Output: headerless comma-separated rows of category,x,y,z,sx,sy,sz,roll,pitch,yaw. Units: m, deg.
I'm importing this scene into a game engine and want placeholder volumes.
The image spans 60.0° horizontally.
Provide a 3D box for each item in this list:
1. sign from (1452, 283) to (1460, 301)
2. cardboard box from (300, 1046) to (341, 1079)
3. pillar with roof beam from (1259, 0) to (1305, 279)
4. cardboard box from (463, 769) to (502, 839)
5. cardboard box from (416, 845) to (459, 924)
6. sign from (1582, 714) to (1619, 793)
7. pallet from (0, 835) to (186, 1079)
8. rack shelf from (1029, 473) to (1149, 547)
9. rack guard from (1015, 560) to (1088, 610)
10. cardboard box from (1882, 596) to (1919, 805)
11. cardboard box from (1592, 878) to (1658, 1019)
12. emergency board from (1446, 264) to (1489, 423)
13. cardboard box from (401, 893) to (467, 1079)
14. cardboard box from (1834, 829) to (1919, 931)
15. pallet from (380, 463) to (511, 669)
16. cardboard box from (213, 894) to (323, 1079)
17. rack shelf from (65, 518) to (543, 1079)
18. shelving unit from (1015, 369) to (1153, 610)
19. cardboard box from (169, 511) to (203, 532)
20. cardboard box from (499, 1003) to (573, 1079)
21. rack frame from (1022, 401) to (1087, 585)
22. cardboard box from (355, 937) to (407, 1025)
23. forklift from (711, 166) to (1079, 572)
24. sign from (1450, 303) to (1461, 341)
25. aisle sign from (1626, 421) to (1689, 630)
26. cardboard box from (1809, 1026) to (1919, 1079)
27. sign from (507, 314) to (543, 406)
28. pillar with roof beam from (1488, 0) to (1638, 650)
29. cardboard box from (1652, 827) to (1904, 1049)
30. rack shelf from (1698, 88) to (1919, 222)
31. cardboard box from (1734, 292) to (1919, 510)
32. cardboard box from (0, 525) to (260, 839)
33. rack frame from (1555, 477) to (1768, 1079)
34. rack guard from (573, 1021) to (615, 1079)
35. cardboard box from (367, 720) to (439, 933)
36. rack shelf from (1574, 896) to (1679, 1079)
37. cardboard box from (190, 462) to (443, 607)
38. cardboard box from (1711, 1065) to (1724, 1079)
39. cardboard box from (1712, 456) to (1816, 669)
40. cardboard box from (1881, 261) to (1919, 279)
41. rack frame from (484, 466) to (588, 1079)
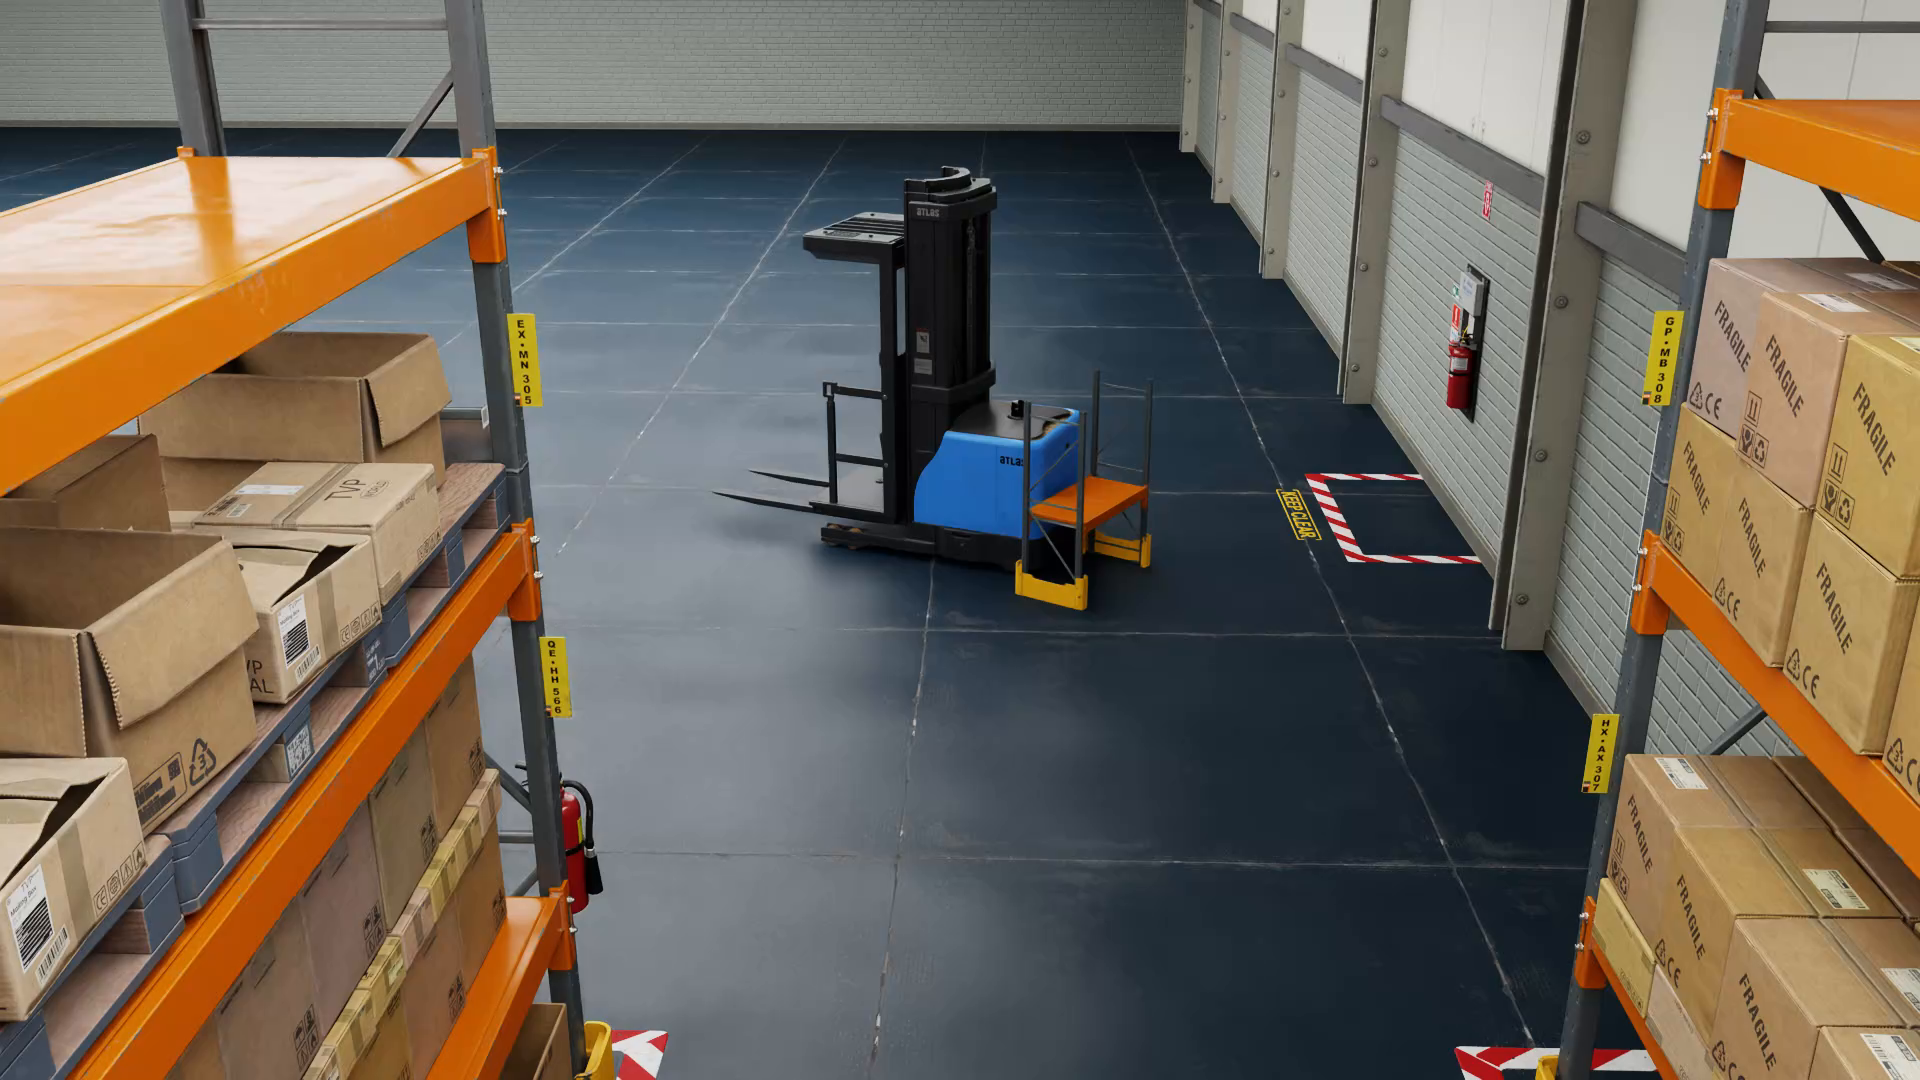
sign,4.163,-2.060,13.910,0.001,0.109,0.331,1,21,2
cardboard box,-1.905,1.499,4.483,0.380,0.149,0.250,0,21,1
pillar with roof beam,0.001,-7.889,21.422,9.100,9.000,0.400,1,21,2
cardboard box,-1.860,0.938,5.929,0.380,0.149,0.250,0,21,1
cardboard box,-1.874,1.126,5.446,0.380,0.149,0.250,0,21,1
sign,2.371,0.791,6.147,0.100,0.325,0.005,1,21,2
pallet,-2.160,0.928,2.967,1.003,0.211,1.213,1,21,2
rack shelf,0.957,-0.236,12.560,0.538,0.185,1.000,13,25,31
rack guard,0.676,0.332,12.328,0.587,0.250,0.087,13,25,31
cardboard box,2.594,0.440,3.936,0.500,0.500,0.500,2,21,5
cardboard box,2.581,1.434,5.866,0.500,0.250,0.500,0,21,0
emergency board,4.052,-1.599,13.504,0.194,1.169,0.643,1,21,2
cardboard box,-2.077,1.459,5.483,0.700,0.500,0.500,1,21,3
cardboard box,3.086,1.266,5.262,0.500,0.500,0.500,1,21,2
pallet,-2.086,0.045,5.241,1.003,0.211,1.213,1,21,2
cardboard box,-2.107,1.237,4.262,0.700,0.500,0.500,1,21,2
rack shelf,-2.099,0.807,4.149,1.077,0.370,4.000,1,21,2
shelving unit,0.952,-0.401,12.488,0.587,1.500,1.083,13,25,31
cardboard box,-2.250,0.028,4.736,0.380,0.149,0.250,1,21,2
cardboard box,-1.757,2.081,6.203,0.500,0.500,0.500,1,21,2
rack frame,0.676,-0.250,12.100,0.500,1.500,0.032,13,25,31
cardboard box,-1.891,1.311,4.967,0.380,0.149,0.250,1,21,3
forklift,-0.570,-1.457,13.232,3.031,2.935,1.130,9,23,22
sign,4.172,-1.815,14.010,0.001,0.329,0.234,1,21,2
aisle sign,2.615,-0.041,5.894,0.394,0.787,0.004,1,21,2
cardboard box,2.547,1.633,4.317,0.500,0.500,0.500,1,21,3
sign,-1.496,-0.616,5.709,0.100,0.325,0.005,1,21,2
pillar with roof beam,-0.364,-3.551,10.240,9.100,9.000,0.400,1,21,2
cardboard box,2.573,1.259,5.280,0.500,0.500,0.500,1,21,2
rack shelf,2.852,-0.536,3.470,1.077,0.370,4.000,1,21,2
cardboard box,2.593,-0.403,4.725,0.500,0.500,0.500,0,21,1
cardboard box,-1.984,0.292,3.567,0.797,0.503,0.637,3,21,8
rack frame,2.913,1.200,6.288,1.000,3.000,0.127,1,21,2
rack guard,-2.038,2.304,6.900,1.175,0.500,0.348,1,21,2
cardboard box,-2.078,0.874,5.199,0.700,0.500,0.500,0,21,0
rack shelf,2.852,2.259,4.555,1.077,0.370,4.000,1,21,2
cardboard box,-1.810,-0.023,4.728,0.500,0.250,0.500,1,21,2
cardboard box,2.558,1.806,4.907,0.500,0.250,0.500,0,21,1
cardboard box,2.601,0.058,4.920,0.500,0.500,0.500,2,21,5
cardboard box,3.161,-0.561,5.134,0.500,0.500,0.500,2,21,4
rack frame,-2.038,1.147,6.425,1.000,3.000,0.127,1,21,2
